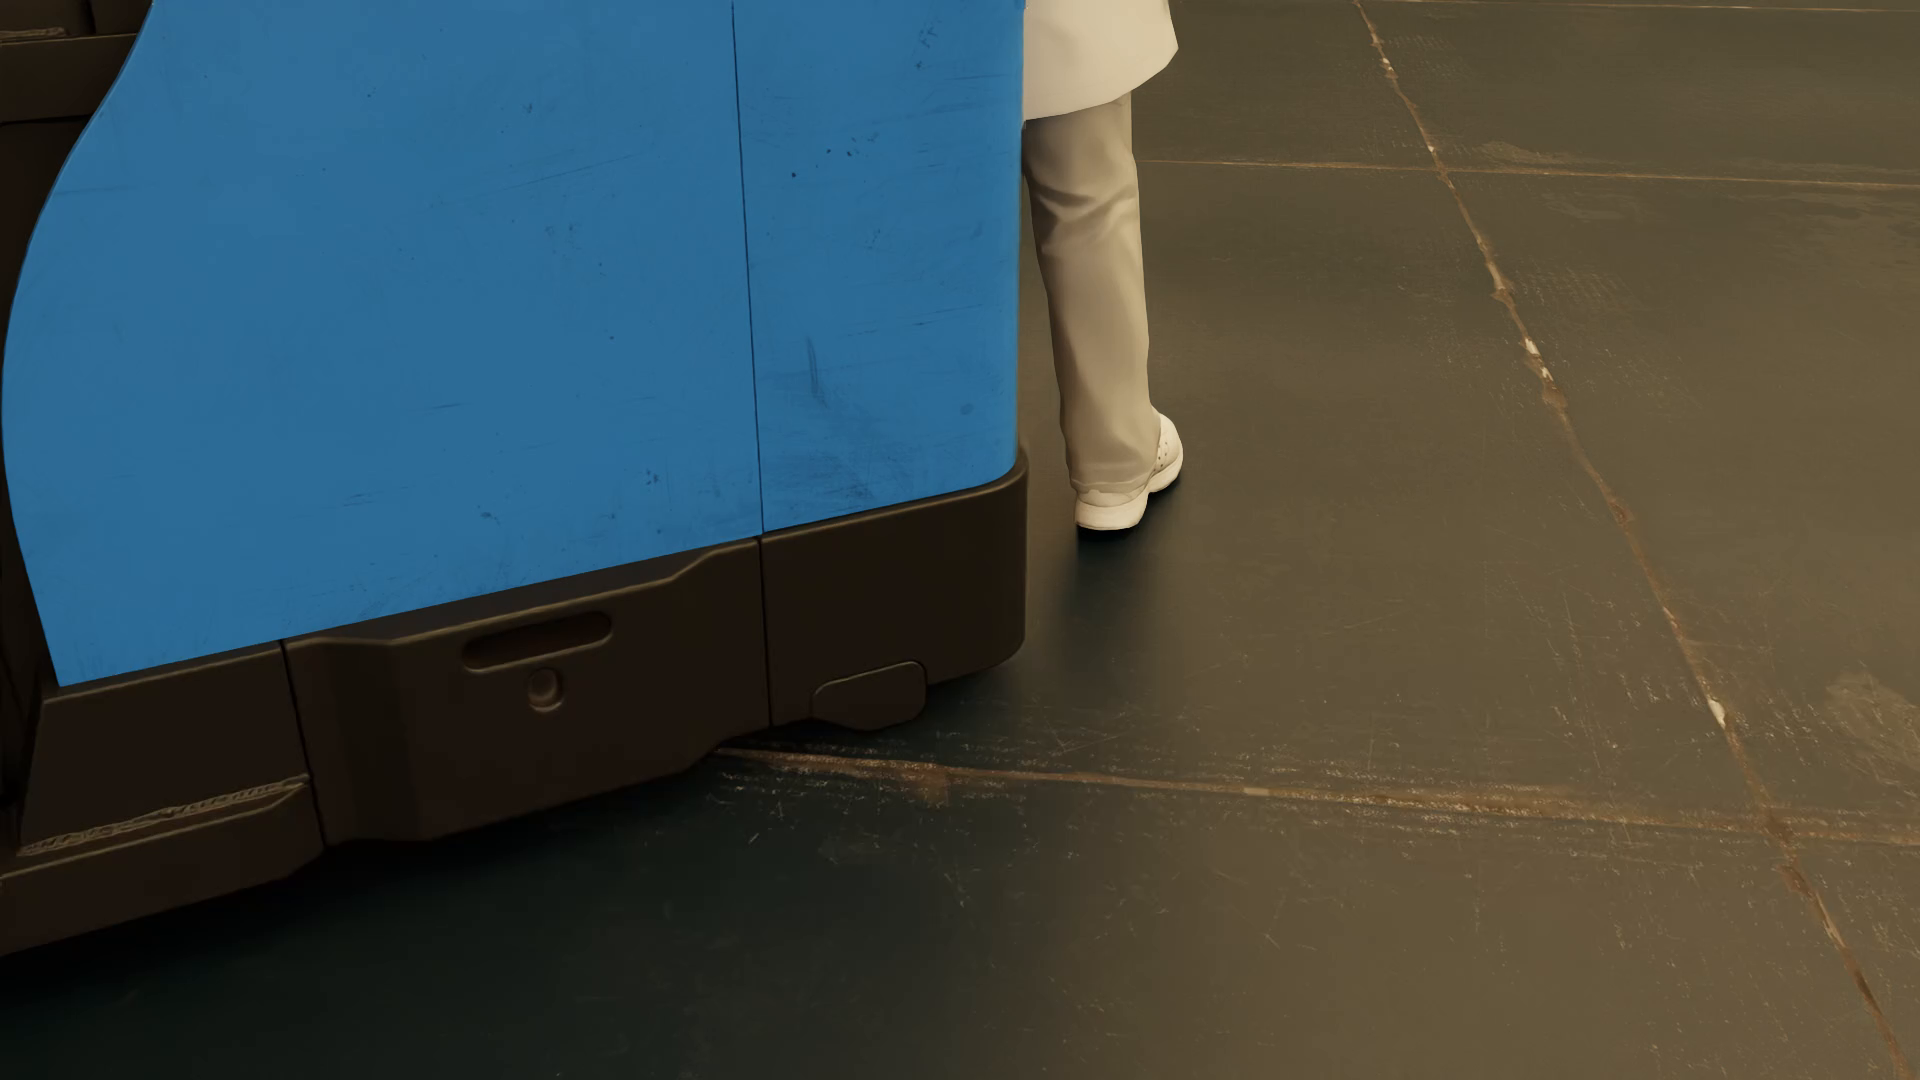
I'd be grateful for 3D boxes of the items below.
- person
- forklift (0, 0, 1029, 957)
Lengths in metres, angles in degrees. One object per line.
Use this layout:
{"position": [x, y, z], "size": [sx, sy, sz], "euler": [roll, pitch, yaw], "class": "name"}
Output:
{"position": [0.022, -0.841, 2.179], "size": [0.684, 1.776, 0.581], "euler": [3, 27, 7], "class": "person"}
{"position": [-1.466, -1.006, 1.233], "size": [3.031, 2.935, 1.130], "euler": [-13, 29, -24], "class": "forklift"}
